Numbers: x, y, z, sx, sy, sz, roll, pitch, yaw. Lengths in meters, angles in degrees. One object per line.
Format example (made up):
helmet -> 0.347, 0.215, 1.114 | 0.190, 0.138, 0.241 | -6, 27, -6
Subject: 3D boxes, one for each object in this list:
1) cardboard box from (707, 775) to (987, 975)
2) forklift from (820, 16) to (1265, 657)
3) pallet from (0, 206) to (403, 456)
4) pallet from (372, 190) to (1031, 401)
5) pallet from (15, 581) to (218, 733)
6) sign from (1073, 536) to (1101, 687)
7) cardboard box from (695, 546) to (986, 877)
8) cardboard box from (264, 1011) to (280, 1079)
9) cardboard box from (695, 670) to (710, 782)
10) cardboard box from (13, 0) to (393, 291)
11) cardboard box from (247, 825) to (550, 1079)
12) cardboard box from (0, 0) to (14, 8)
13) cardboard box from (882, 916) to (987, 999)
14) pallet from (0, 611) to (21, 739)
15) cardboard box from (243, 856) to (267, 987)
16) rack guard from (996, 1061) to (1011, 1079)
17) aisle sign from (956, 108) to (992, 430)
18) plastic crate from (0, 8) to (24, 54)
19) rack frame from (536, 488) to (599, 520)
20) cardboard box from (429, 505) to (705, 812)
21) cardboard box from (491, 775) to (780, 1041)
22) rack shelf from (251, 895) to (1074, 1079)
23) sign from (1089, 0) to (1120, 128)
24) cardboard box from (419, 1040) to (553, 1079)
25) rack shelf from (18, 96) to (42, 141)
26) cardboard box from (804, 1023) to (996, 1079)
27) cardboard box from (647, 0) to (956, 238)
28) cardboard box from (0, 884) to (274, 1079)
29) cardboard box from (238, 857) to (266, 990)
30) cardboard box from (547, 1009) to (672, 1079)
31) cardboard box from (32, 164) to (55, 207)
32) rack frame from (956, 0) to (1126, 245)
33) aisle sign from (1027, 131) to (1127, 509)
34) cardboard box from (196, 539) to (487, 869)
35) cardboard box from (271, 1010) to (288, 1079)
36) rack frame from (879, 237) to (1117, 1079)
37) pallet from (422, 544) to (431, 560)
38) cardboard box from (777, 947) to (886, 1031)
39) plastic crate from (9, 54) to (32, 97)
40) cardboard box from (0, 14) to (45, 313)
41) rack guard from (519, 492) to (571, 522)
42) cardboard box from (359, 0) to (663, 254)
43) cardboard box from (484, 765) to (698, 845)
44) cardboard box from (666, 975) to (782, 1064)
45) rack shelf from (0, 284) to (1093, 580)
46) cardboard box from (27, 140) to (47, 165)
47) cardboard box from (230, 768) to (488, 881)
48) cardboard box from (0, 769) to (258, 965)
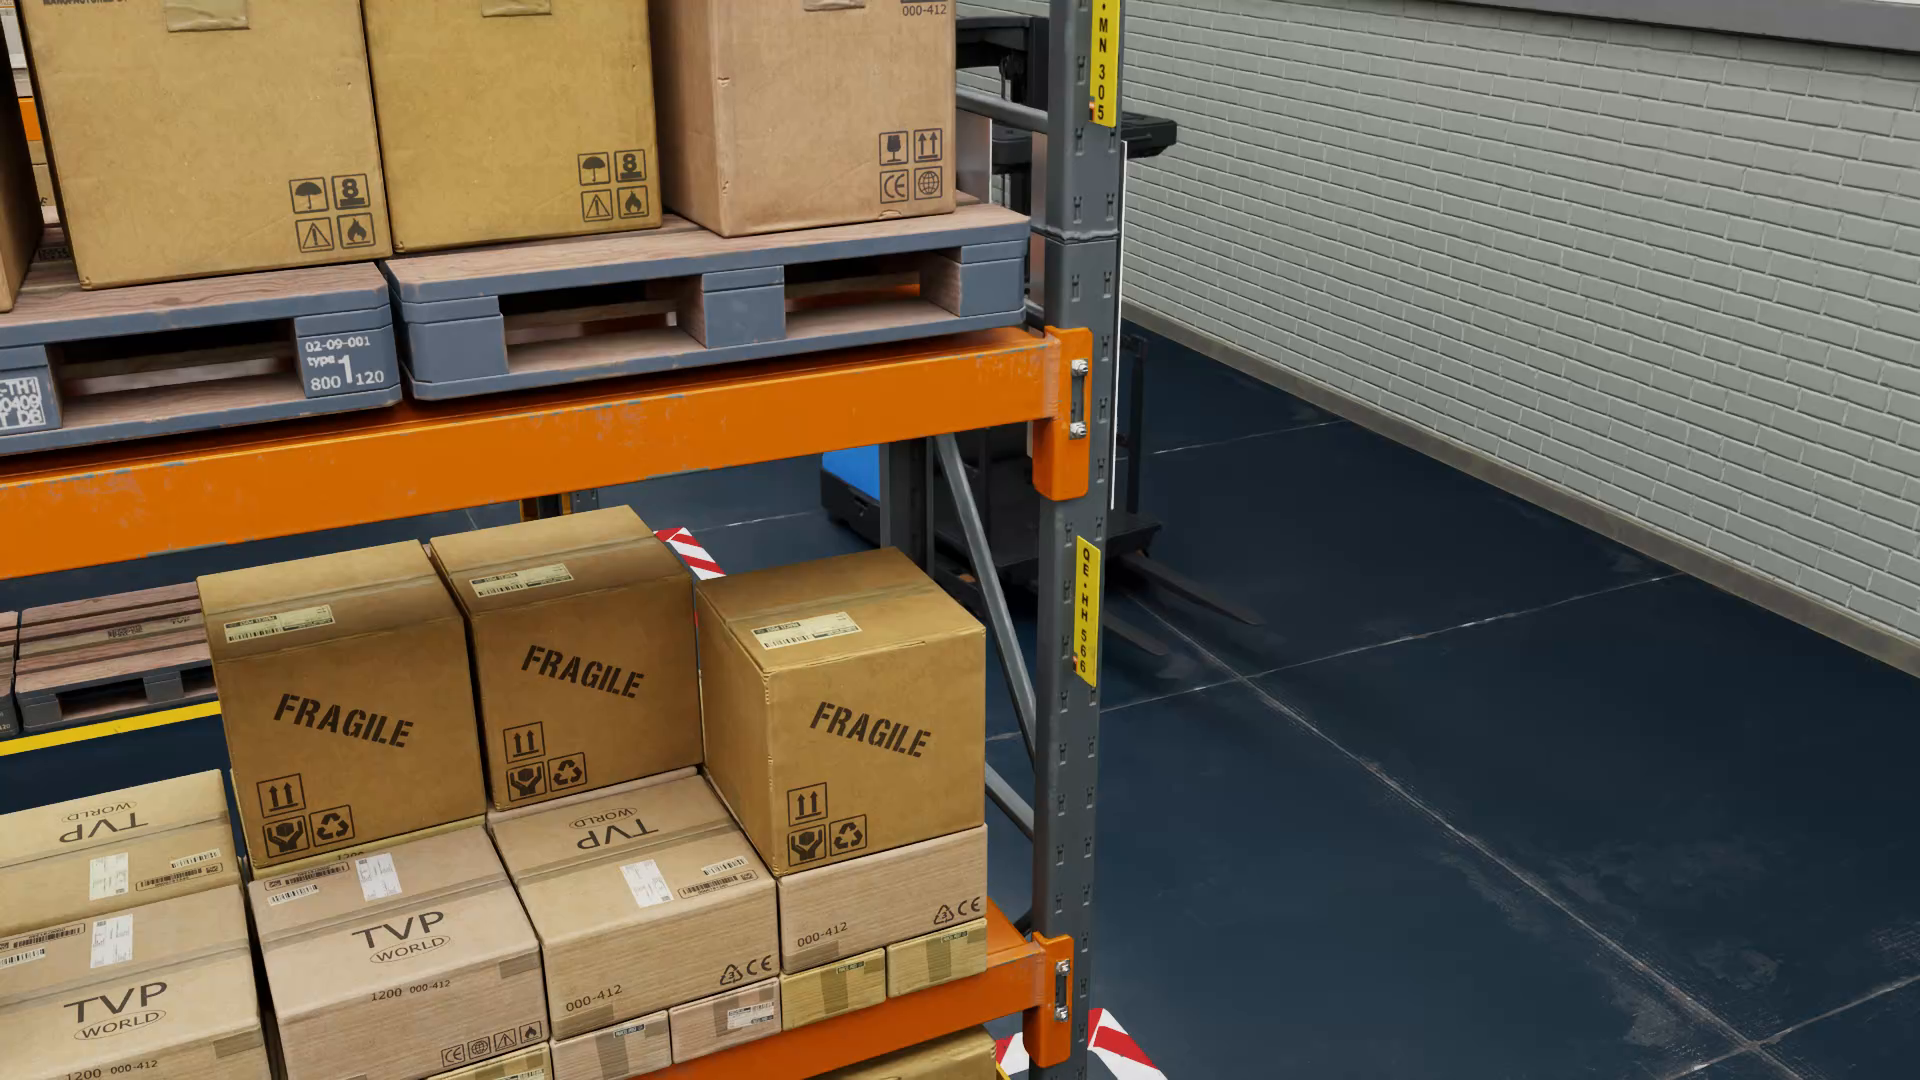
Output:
cardboard box -> -0.270, 0.715, 3.907 | 0.500, 0.250, 0.500 | -11, 25, -24
forklift -> 0.390, -1.152, 8.702 | 1.130, 2.935, 3.031 | -14, 26, -31
pallet -> -1.713, -0.403, 2.996 | 1.213, 0.211, 1.003 | -10, 25, -24
pallet -> -0.613, -0.607, 3.488 | 1.213, 0.211, 1.003 | -10, 25, -24
pallet -> -3.954, 0.517, 8.224 | 1.213, 0.211, 1.003 | -10, 25, -24
sign -> 0.274, 0.156, 3.627 | 0.005, 0.325, 0.100 | -10, 25, -24
cardboard box -> -0.274, 0.368, 3.765 | 0.500, 0.500, 0.500 | -10, 25, -23
cardboard box -> -1.504, 1.154, 3.370 | 0.250, 0.149, 0.380 | -10, 24, -23
cardboard box -> -0.498, 0.530, 4.355 | 0.500, 0.250, 0.500 | -11, 25, -25
cardboard box -> -1.398, -0.802, 3.033 | 0.500, 0.500, 0.700 | -12, 25, -27
cardboard box -> -1.186, 0.884, 3.501 | 0.500, 0.250, 0.500 | -11, 25, -25
cardboard box -> -6.397, -3.616, 10.837 | 0.500, 0.250, 0.500 | -10, 25, -24
cardboard box -> -0.127, 0.900, 3.982 | 0.250, 0.149, 0.380 | -10, 24, -23
pallet -> -5.055, 0.721, 7.732 | 1.213, 0.211, 1.003 | -10, 25, -24
cardboard box -> -1.569, 0.887, 4.014 | 0.250, 0.149, 0.380 | -11, 25, -24
rack guard -> 0.073, 1.762, 4.839 | 0.348, 0.500, 1.175 | -10, 25, -24
aisle sign -> -0.014, -0.705, 4.132 | 0.004, 0.787, 0.394 | -10, 25, -24
plastic crate -> -4.228, -2.165, 7.292 | 0.530, 0.282, 0.437 | -10, 25, -24
rack frame -> -2.097, -1.095, 8.474 | 0.127, 3.000, 1.000 | -10, 25, -24
cardboard box -> -0.949, 0.266, 4.011 | 0.500, 0.500, 0.500 | -11, 25, -25
cardboard box -> -0.728, 0.799, 3.705 | 0.500, 0.250, 0.500 | -11, 25, -25
rack shelf -> -1.751, 1.276, 3.687 | 4.000, 0.370, 1.077 | -10, 25, -24
sign -> 0.274, -0.958, 3.166 | 0.005, 0.325, 0.100 | -10, 25, -24
cardboard box -> -1.046, 1.070, 3.572 | 0.250, 0.149, 0.380 | -11, 25, -25
rack shelf -> -3.899, -1.817, 7.237 | 4.000, 0.370, 1.077 | -10, 25, -24
cardboard box -> -0.491, 1.533, 4.354 | 0.875, 0.875, 0.875 | -10, 25, -24
cardboard box -> -0.394, -0.956, 3.406 | 0.500, 0.500, 0.700 | -12, 25, -27
cardboard box -> -1.654, 0.971, 3.288 | 0.500, 0.250, 0.500 | -10, 25, -24
cardboard box -> -1.797, 0.928, 3.914 | 0.250, 0.149, 0.380 | -11, 25, -25
cardboard box -> -0.813, 1.026, 3.677 | 0.250, 0.149, 0.380 | -10, 24, -23
cardboard box -> -6.357, -2.345, 11.362 | 0.500, 0.500, 0.500 | -11, 25, -24
rack frame -> 0.051, -2.160, 3.203 | 0.127, 3.000, 1.000 | -10, 25, -24
aisle sign -> 0.246, -0.498, 3.633 | 0.004, 0.787, 0.394 | -10, 25, -24
cardboard box -> -1.413, 0.354, 3.799 | 0.500, 0.500, 0.500 | -11, 25, -25
cardboard box -> -1.280, 1.113, 3.467 | 0.250, 0.149, 0.380 | -10, 25, -23
rack frame -> 0.051, 0.612, 4.351 | 0.127, 3.000, 1.000 | -10, 25, -24
pallet -> -2.857, 0.316, 8.710 | 1.213, 0.211, 1.003 | -10, 25, -24
cardboard box -> -0.360, 0.944, 3.876 | 0.250, 0.149, 0.380 | -10, 25, -23
plastic crate -> -3.851, -1.931, 6.917 | 0.530, 0.136, 0.437 | -10, 25, -24
cardboard box -> -1.855, -0.673, 2.722 | 0.500, 0.500, 0.700 | -9, 24, -21
rack guard -> -2.081, 0.051, 8.973 | 0.348, 0.500, 1.175 | -10, 25, -24
cardboard box -> -0.953, -0.904, 3.280 | 0.500, 0.500, 0.700 | -11, 25, -26
cardboard box -> -0.964, 0.618, 4.141 | 0.500, 0.250, 0.500 | -11, 25, -24
cardboard box -> -0.588, 0.985, 3.776 | 0.250, 0.149, 0.380 | -10, 25, -23
rack shelf -> -1.751, -0.110, 3.113 | 4.000, 0.370, 1.077 | -10, 25, -24
cardboard box -> -6.371, -2.800, 11.154 | 0.500, 0.500, 0.500 | -11, 25, -25
cardboard box -> -1.418, 0.701, 3.943 | 0.500, 0.250, 0.500 | -11, 25, -25
cardboard box -> -1.886, 0.789, 3.729 | 0.500, 0.250, 0.500 | -11, 25, -25
